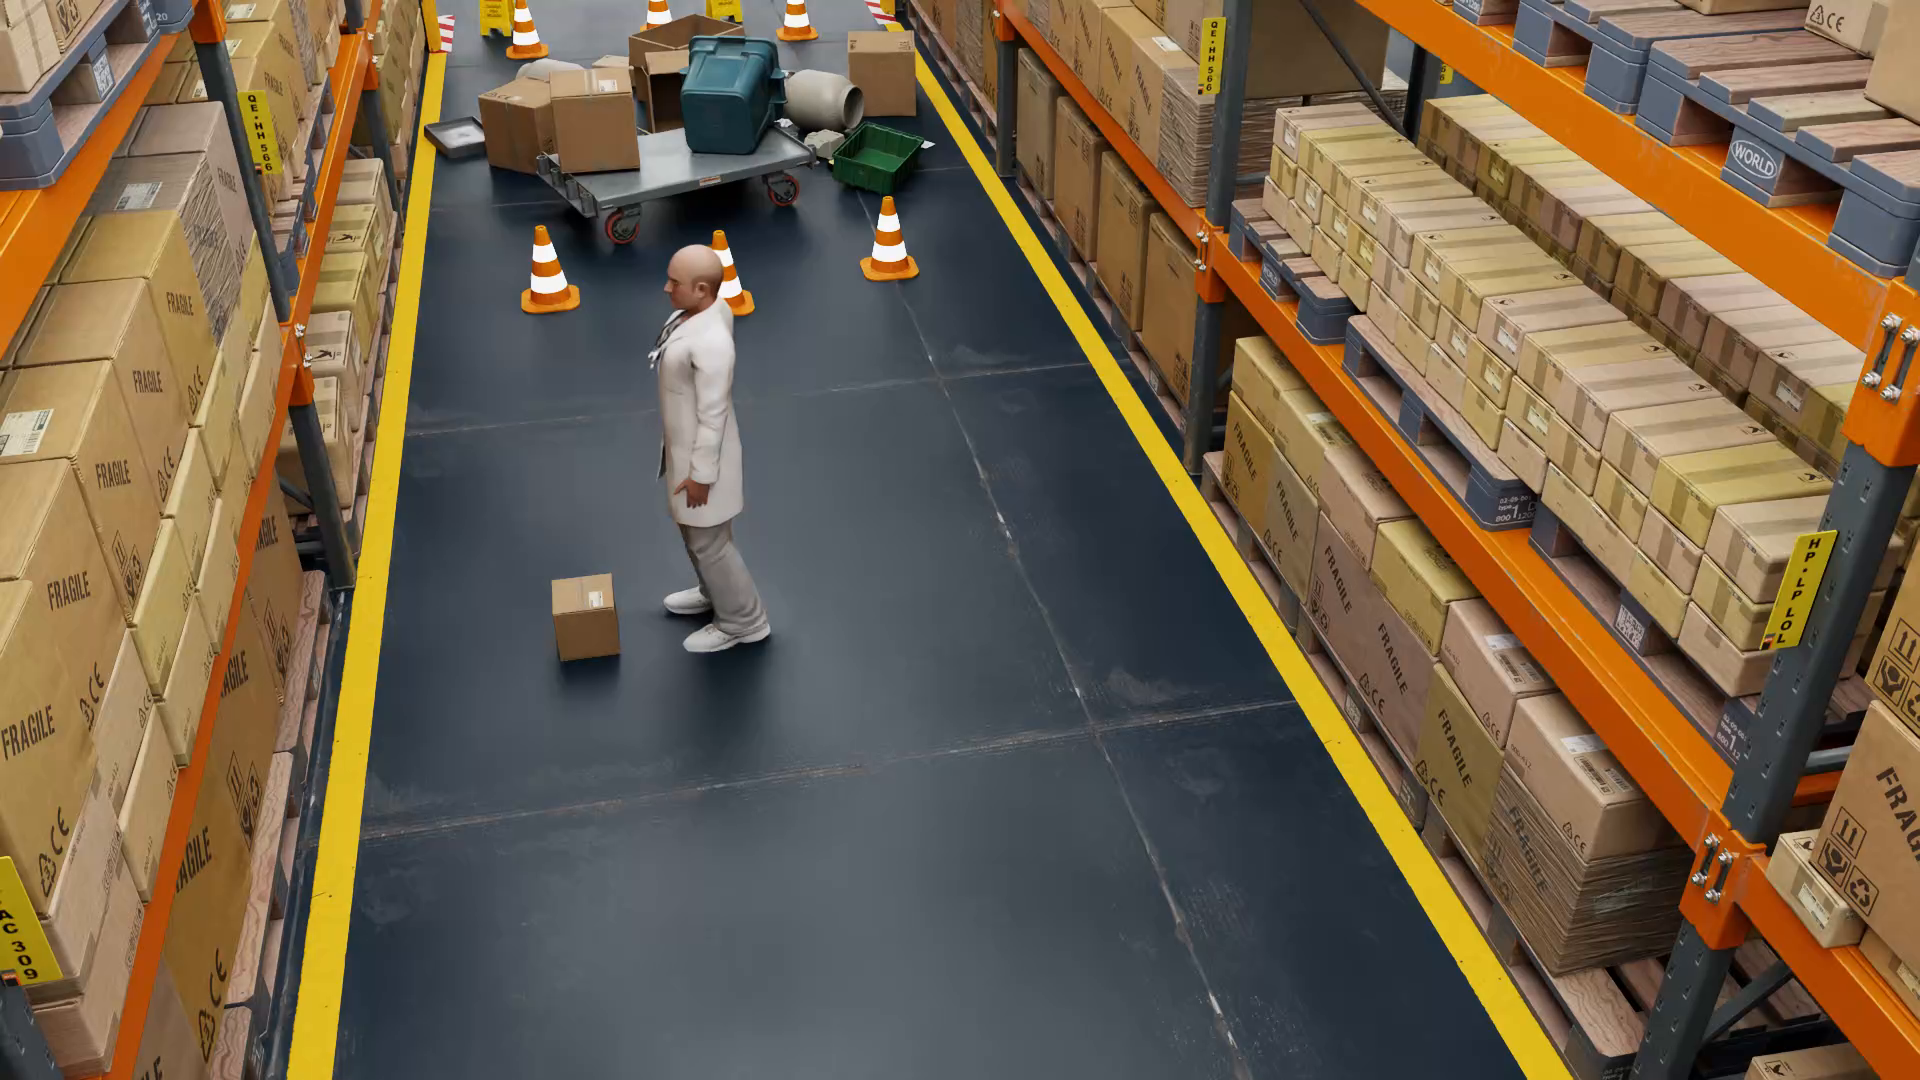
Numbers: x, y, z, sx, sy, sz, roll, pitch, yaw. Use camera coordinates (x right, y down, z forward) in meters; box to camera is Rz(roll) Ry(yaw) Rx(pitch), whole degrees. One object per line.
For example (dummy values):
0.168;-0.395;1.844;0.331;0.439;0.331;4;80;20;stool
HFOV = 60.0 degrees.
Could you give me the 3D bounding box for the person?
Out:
-1.046;-0.348;6.694;0.440;1.786;0.566;-6;34;-9;person
